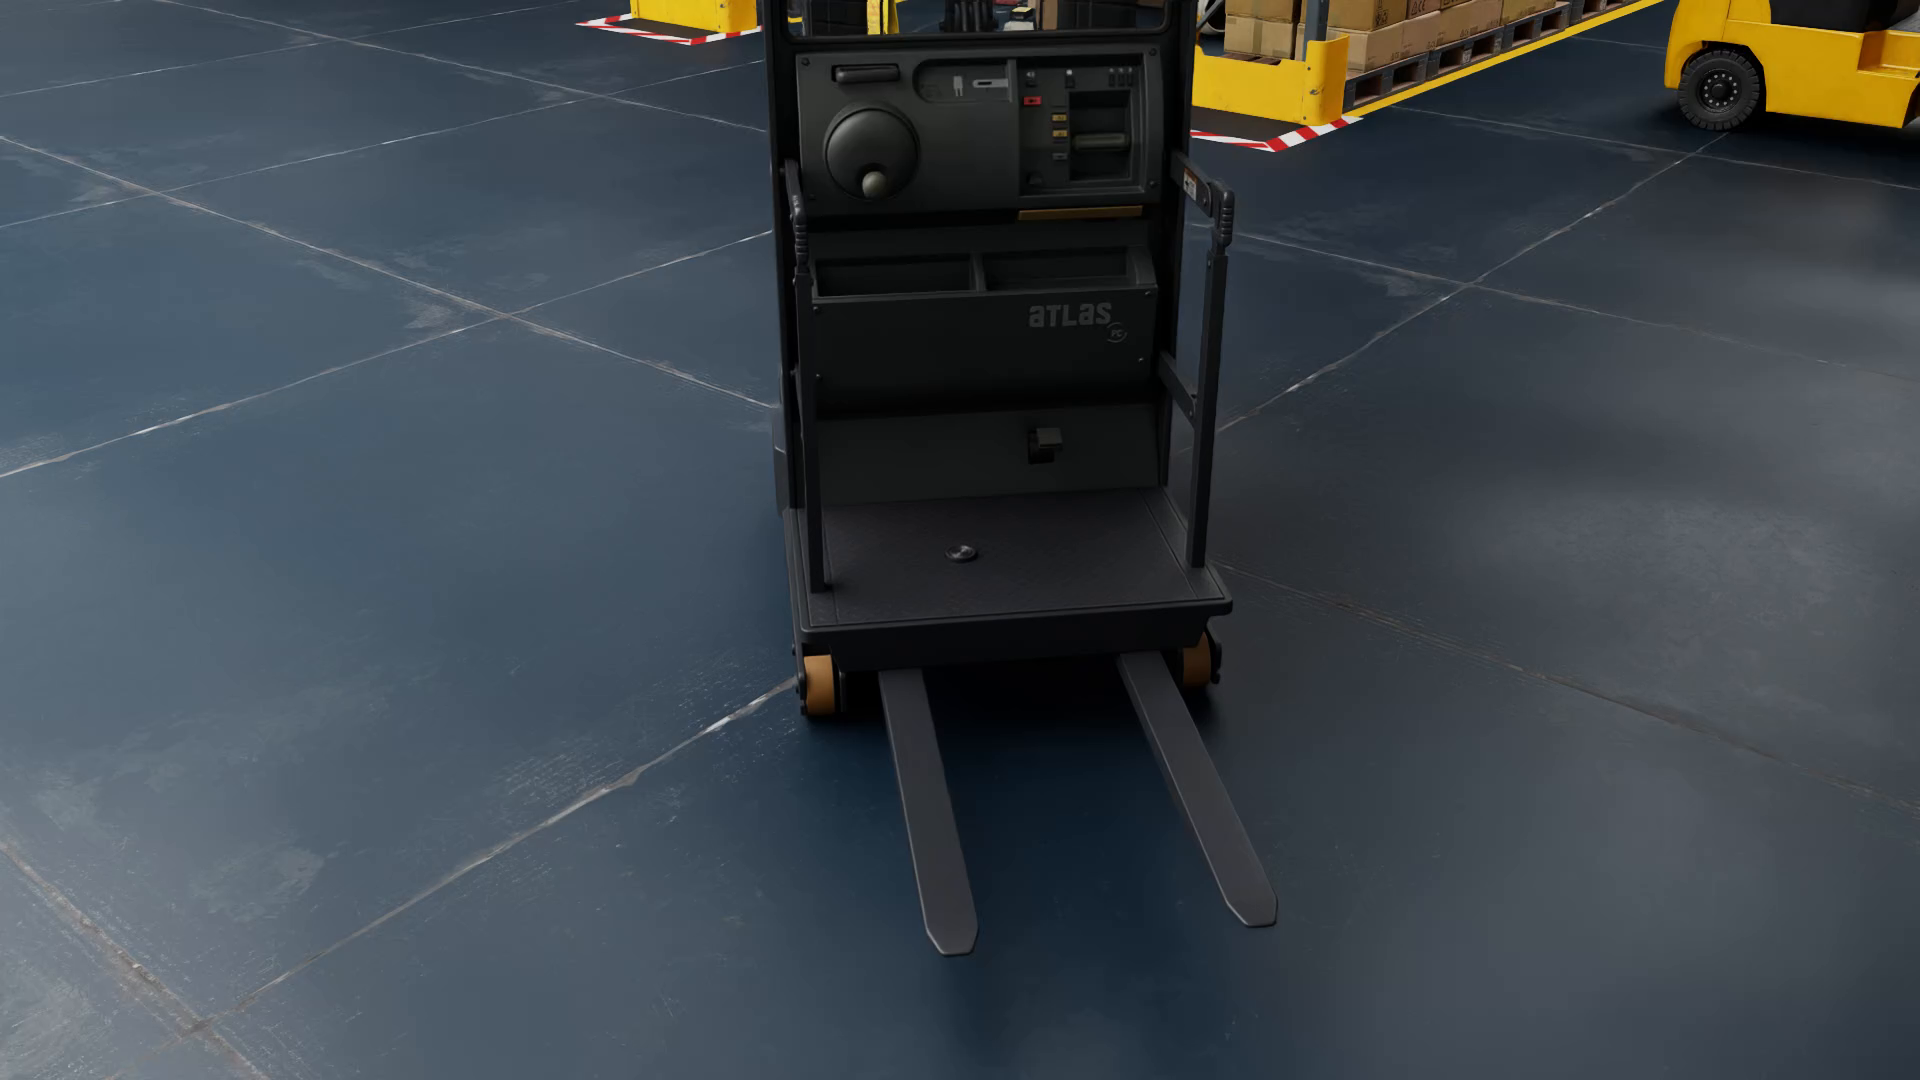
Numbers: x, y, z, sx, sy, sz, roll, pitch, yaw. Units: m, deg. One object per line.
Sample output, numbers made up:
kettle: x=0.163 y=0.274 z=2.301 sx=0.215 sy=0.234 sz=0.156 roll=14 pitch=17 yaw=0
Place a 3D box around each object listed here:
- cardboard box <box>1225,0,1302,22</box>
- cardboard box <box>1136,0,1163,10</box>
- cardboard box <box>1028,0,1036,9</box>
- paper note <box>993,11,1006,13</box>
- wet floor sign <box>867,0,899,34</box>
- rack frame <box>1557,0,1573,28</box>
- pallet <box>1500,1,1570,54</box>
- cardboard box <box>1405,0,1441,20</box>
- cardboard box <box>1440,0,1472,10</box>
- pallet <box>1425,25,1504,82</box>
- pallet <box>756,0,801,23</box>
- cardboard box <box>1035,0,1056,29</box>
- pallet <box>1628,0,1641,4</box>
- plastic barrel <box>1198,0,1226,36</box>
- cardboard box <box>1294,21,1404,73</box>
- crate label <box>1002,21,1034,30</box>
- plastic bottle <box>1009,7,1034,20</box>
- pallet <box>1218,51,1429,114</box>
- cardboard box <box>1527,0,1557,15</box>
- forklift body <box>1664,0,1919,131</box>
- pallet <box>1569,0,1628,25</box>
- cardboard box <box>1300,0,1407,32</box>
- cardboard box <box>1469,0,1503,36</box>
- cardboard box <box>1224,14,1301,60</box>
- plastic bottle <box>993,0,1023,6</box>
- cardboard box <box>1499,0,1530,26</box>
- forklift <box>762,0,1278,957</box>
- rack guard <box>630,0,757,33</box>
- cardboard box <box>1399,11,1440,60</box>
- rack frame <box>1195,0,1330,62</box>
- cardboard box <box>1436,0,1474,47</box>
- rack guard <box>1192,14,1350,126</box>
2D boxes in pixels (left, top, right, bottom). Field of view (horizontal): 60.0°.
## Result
cardboard box: x=2.091 y=-3.700 z=10.857 sx=0.500 sy=0.500 sz=0.500 roll=21 pitch=34 yaw=35
cardboard box: x=1.535 y=-4.690 z=13.620 sx=0.797 sy=0.637 sz=0.503 roll=21 pitch=34 yaw=34
cardboard box: x=0.771 y=-4.509 z=13.676 sx=0.258 sy=0.266 sz=0.396 roll=-21 pitch=34 yaw=-35
paper note: x=0.320 y=-4.304 z=13.559 sx=0.123 sy=0.001 sz=0.032 roll=-10 pitch=29 yaw=-18
wet floor sign: x=-0.591 y=-3.818 z=11.928 sx=0.267 sy=0.644 sz=0.232 roll=15 pitch=31 yaw=26
rack frame: x=4.327 y=-5.460 z=12.539 sx=1.000 sy=3.000 sz=0.127 roll=21 pitch=34 yaw=34
pallet: x=3.927 y=-3.973 z=12.700 sx=1.003 sy=0.211 sz=1.213 roll=21 pitch=34 yaw=34
cardboard box: x=2.853 y=-3.740 z=10.935 sx=0.500 sy=0.500 sz=0.500 roll=19 pitch=33 yaw=33
cardboard box: x=3.179 y=-3.916 z=11.274 sx=0.500 sy=0.500 sz=0.500 roll=22 pitch=34 yaw=35
pallet: x=3.152 y=-3.538 z=11.860 sx=1.003 sy=0.211 sz=1.213 roll=21 pitch=34 yaw=34
pallet: x=-1.653 y=-4.520 z=13.758 sx=1.003 sy=0.211 sz=1.213 roll=21 pitch=34 yaw=34
cardboard box: x=0.947 y=-4.295 z=13.006 sx=0.797 sy=0.503 sz=0.637 roll=0 pitch=27 yaw=0
pallet: x=5.597 y=-4.932 z=14.554 sx=1.003 sy=0.211 sz=1.213 roll=21 pitch=34 yaw=34
plastic barrel: x=1.929 y=-4.072 z=12.661 sx=0.421 sy=0.421 sz=0.512 roll=-5 pitch=28 yaw=-9
cardboard box: x=2.509 y=-3.212 z=10.730 sx=0.500 sy=0.250 sz=0.500 roll=20 pitch=34 yaw=34
crate label: x=0.441 y=-3.800 z=12.447 sx=0.250 sy=0.136 sz=0.298 roll=4 pitch=28 yaw=8
plastic bottle: x=0.502 y=-4.254 z=13.406 sx=0.133 sy=0.061 sz=0.283 roll=9 pitch=29 yaw=17
pallet: x=2.375 y=-3.108 z=11.028 sx=1.003 sy=0.211 sz=1.213 roll=21 pitch=34 yaw=34
cardboard box: x=4.159 y=-4.137 z=12.518 sx=0.500 sy=0.250 sz=0.500 roll=23 pitch=35 yaw=37
forklift body: x=5.414 y=-3.421 z=9.522 sx=2.313 sy=2.155 sz=1.214 roll=21 pitch=34 yaw=34
pallet: x=4.821 y=-4.498 z=13.715 sx=1.003 sy=0.211 sz=1.213 roll=21 pitch=34 yaw=34
cardboard box: x=2.524 y=-3.554 z=10.574 sx=0.500 sy=0.500 sz=0.500 roll=19 pitch=33 yaw=33
cardboard box: x=3.501 y=-3.766 z=11.801 sx=0.500 sy=0.250 sz=0.500 roll=21 pitch=34 yaw=35
cardboard box: x=2.105 y=-3.381 z=11.056 sx=0.500 sy=0.250 sz=0.500 roll=21 pitch=34 yaw=34
plastic bottle: x=0.396 y=-4.511 z=13.904 sx=0.283 sy=0.061 sz=0.133 roll=9 pitch=29 yaw=17
cardboard box: x=3.828 y=-3.945 z=12.147 sx=0.500 sy=0.250 sz=0.500 roll=20 pitch=33 yaw=33
forklift: x=0.088 y=-1.011 z=4.014 sx=1.130 sy=2.935 sz=3.031 roll=-4 pitch=28 yaw=-7
rack guard: x=-2.116 y=-4.334 z=13.083 sx=1.175 sy=0.500 sz=0.348 roll=21 pitch=34 yaw=34
cardboard box: x=2.840 y=-3.391 z=11.075 sx=0.500 sy=0.250 sz=0.500 roll=22 pitch=35 yaw=36
rack frame: x=1.783 y=-4.042 z=9.798 sx=1.000 sy=3.000 sz=0.127 roll=21 pitch=34 yaw=34
cardboard box: x=3.177 y=-3.588 z=11.457 sx=0.500 sy=0.250 sz=0.500 roll=24 pitch=35 yaw=38
rack guard: x=1.831 y=-2.958 z=10.424 sx=1.175 sy=0.500 sz=0.348 roll=21 pitch=34 yaw=34
